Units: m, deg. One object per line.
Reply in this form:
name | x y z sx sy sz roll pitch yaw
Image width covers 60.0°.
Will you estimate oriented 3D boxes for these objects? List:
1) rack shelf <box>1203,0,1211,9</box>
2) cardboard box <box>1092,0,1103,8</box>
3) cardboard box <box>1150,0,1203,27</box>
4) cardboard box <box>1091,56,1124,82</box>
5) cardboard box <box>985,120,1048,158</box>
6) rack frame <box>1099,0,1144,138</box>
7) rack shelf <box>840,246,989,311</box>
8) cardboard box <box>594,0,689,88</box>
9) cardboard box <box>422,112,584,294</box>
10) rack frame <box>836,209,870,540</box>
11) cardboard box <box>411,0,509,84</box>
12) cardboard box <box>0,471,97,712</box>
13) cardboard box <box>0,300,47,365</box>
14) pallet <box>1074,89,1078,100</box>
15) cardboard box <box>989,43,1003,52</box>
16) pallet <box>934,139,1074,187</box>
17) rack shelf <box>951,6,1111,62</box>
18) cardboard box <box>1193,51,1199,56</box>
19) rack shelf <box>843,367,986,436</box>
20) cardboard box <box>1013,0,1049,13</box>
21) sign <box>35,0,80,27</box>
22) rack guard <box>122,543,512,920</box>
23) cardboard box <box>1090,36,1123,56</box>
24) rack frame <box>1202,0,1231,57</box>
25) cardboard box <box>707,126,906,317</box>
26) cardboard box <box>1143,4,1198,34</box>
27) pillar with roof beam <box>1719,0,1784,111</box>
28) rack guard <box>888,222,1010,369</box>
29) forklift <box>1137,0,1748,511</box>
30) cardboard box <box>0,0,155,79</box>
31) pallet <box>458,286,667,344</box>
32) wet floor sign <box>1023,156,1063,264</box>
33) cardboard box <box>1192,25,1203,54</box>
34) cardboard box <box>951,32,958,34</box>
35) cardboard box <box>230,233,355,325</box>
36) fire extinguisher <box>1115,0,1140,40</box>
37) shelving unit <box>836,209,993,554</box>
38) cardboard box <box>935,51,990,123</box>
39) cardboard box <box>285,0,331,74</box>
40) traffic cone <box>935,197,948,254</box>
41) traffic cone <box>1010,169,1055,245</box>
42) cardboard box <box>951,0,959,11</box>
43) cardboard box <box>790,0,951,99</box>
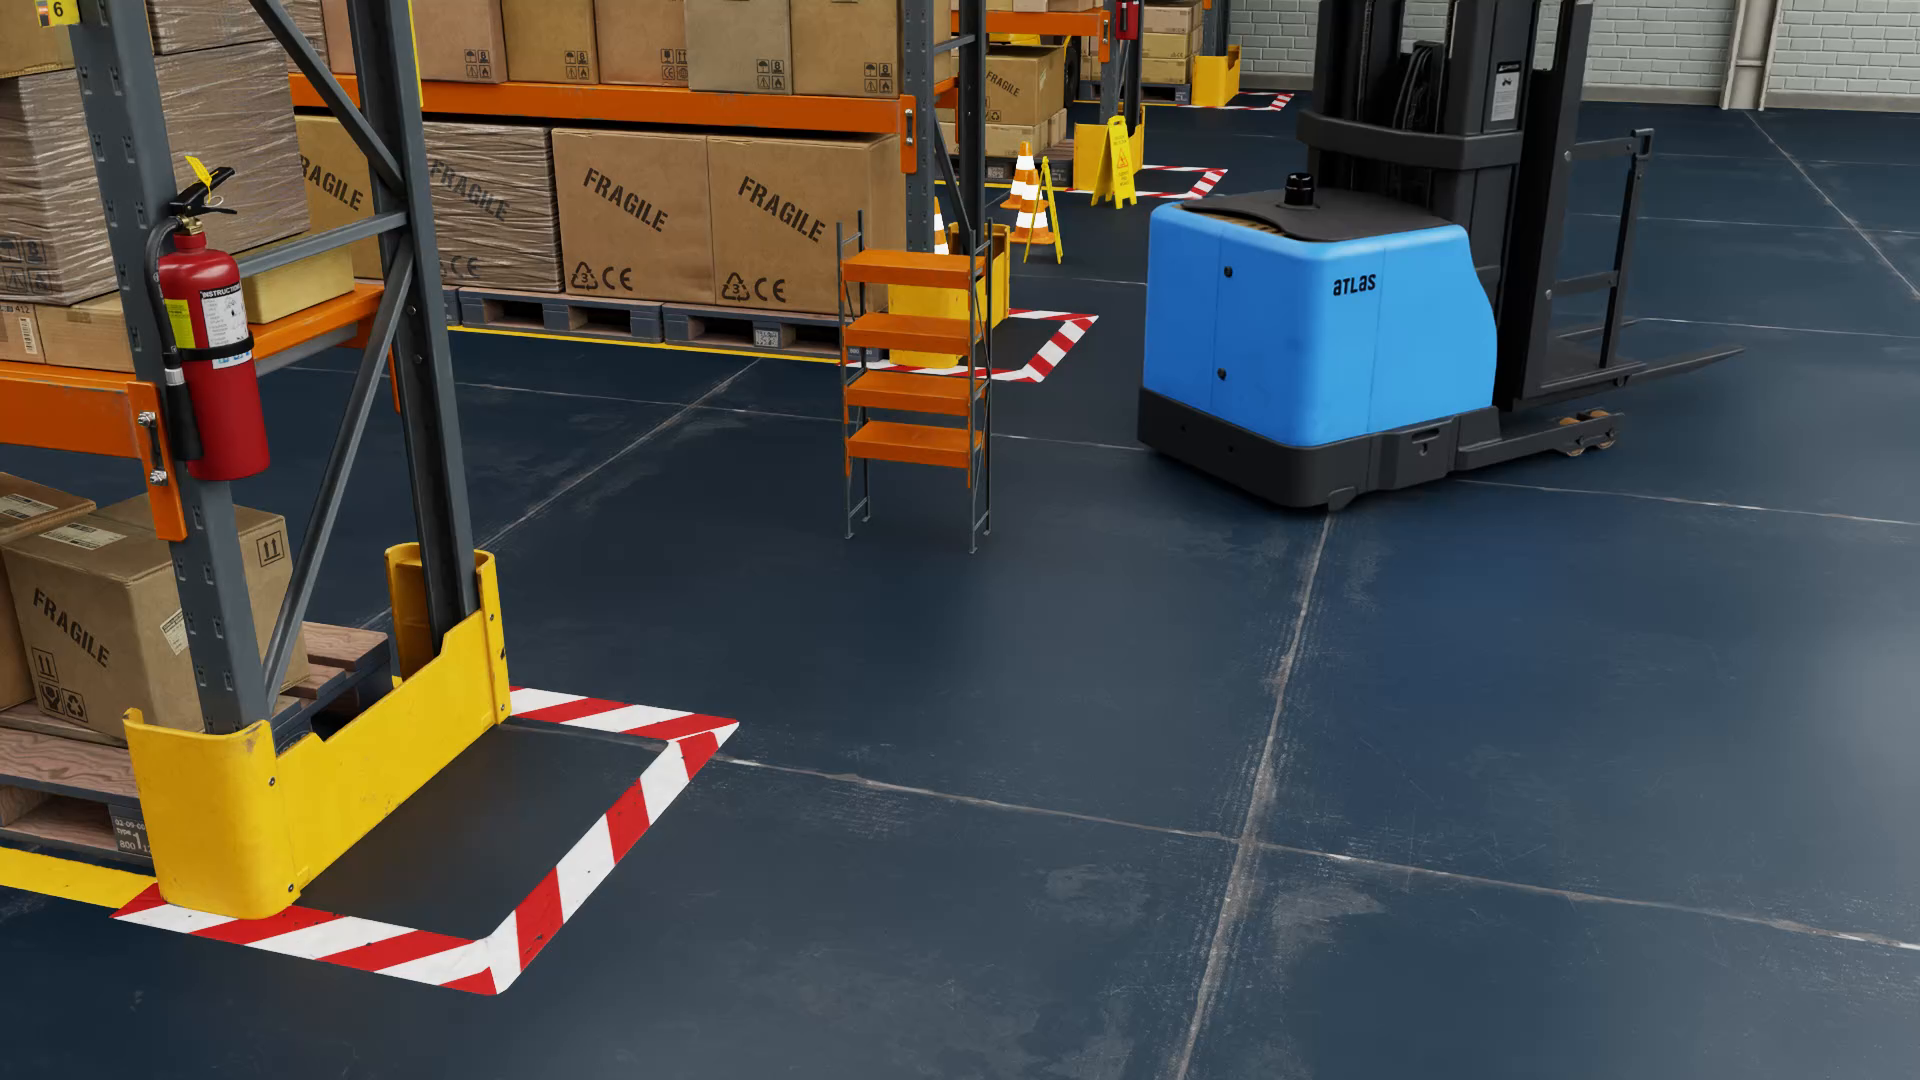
rack shelf | 0.783 -5.975 17.832 4.000 0.370 1.077 7 23 16
cardboard box | 1.002 -4.281 13.085 0.250 0.149 0.380 7 23 16
cardboard box | 2.292 -5.595 17.709 0.500 0.250 0.500 6 23 15
cardboard box | 1.683 -5.005 17.590 0.500 0.250 0.500 7 23 15
cardboard box | 0.393 -3.200 13.189 0.500 0.250 0.500 6 23 15
rack frame | 1.267 -4.285 12.763 0.127 3.000 1.000 7 23 16
rack shelf | -0.158 -0.937 5.937 0.480 0.148 0.258 7 23 16
cardboard box | -1.467 -2.728 8.771 0.550 0.550 0.875 7 23 16
cardboard box | -2.449 -1.933 9.277 0.875 0.875 0.875 7 23 16
rack frame | -0.392 -0.600 6.152 0.015 1.200 0.240 7 23 16
cardboard box | -2.522 -2.793 8.929 0.550 0.550 0.875 7 23 16
cardboard box | -2.770 0.150 4.691 0.500 0.500 0.500 13 26 29
cardboard box | -2.167 -0.552 3.994 0.250 0.149 0.380 7 23 16
pallet | 0.789 -5.002 18.185 1.213 0.211 1.003 7 23 15
cardboard box | 0.050 -3.801 13.665 0.500 0.500 0.500 6 23 14
pallet | 0.427 -3.105 13.561 1.213 0.211 1.003 7 23 16
rack shelf | -0.647 -4.171 13.434 4.000 0.370 1.077 7 23 16
cardboard box | 2.284 -5.136 17.907 0.500 0.250 0.500 7 23 16
rack shelf | -0.158 -0.511 6.112 0.480 0.148 0.258 7 23 16
cardboard box | 0.573 -4.119 12.691 0.250 0.149 0.380 6 23 15
sign | -1.775 -1.167 3.219 0.005 0.325 0.100 7 23 16
rack guard | -1.668 0.464 4.480 0.348 0.500 1.175 7 23 16
cardboard box | 1.664 -5.241 17.505 0.500 0.250 0.500 6 23 15
rack frame | 2.698 -6.089 17.161 0.127 3.000 1.000 7 23 16
cardboard box | -0.734 -1.737 8.798 0.875 0.875 0.875 7 23 16
cardboard box | 2.167 -5.410 17.260 0.500 0.250 0.500 7 23 17
pillar with roof beam | 6.792 -7.046 11.590 0.400 9.000 9.100 7 23 16
rack guard | -0.043 -1.316 8.820 0.348 0.500 1.175 7 23 16
forklift | 2.285 -1.869 6.965 3.031 2.935 1.130 -13 26 -29
cardboard box | -2.193 -1.301 3.648 0.500 0.500 0.500 7 23 16
pallet | -2.018 -1.379 9.353 1.213 0.211 1.003 7 23 15
wet floor sign | 0.534 -2.102 10.544 0.232 0.644 0.267 3 22 6
cardboard box | 2.307 -5.369 17.818 0.500 0.250 0.500 7 23 16
cardboard box | -0.186 -3.892 13.032 0.250 0.149 0.380 7 23 16
cardboard box | -1.799 -0.686 4.320 0.250 0.149 0.380 7 23 16
fire extinguisher | 1.244 -4.069 12.339 0.183 0.674 0.296 7 23 16
shelving unit | -0.158 -0.573 6.087 0.503 1.200 0.258 7 23 16
cardboard box | -0.076 -3.603 13.182 0.500 0.500 0.500 7 23 17
cardboard box | -3.539 -2.947 9.304 0.550 0.550 0.875 7 23 16
traffic cone | -0.164 -1.876 10.233 0.334 0.463 0.336 7 23 16
traffic cone | 0.488 -2.249 11.143 0.334 0.463 0.336 7 23 16
cardboard box | 0.079 -4.172 12.820 0.250 0.149 0.380 7 23 16
cardboard box | -0.434 -2.569 8.382 0.550 0.550 0.875 7 23 16
